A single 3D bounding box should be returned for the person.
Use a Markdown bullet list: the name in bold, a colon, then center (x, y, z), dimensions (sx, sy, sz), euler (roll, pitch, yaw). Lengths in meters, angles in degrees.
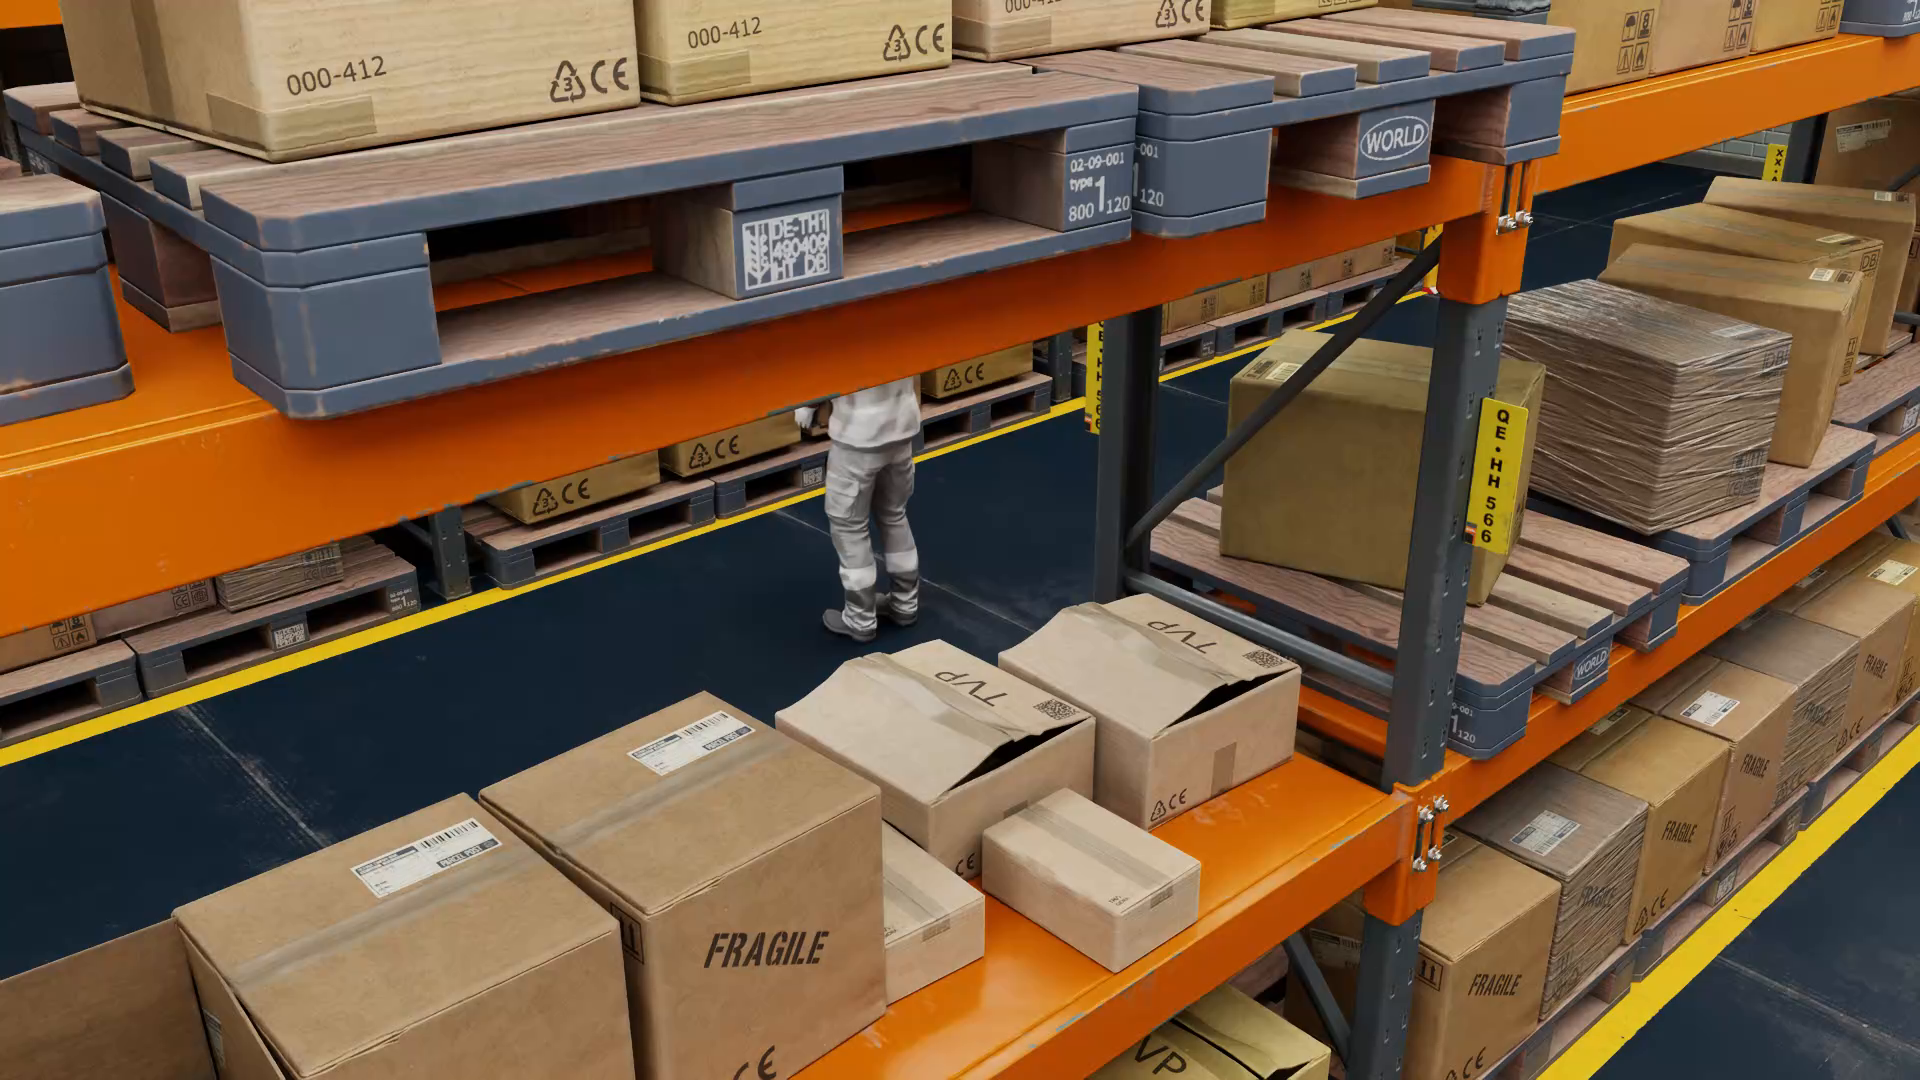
- **person**: center (-0.445, -0.451, 7.090), dimensions (0.493, 1.782, 0.573), euler (-21, 31, -38)
